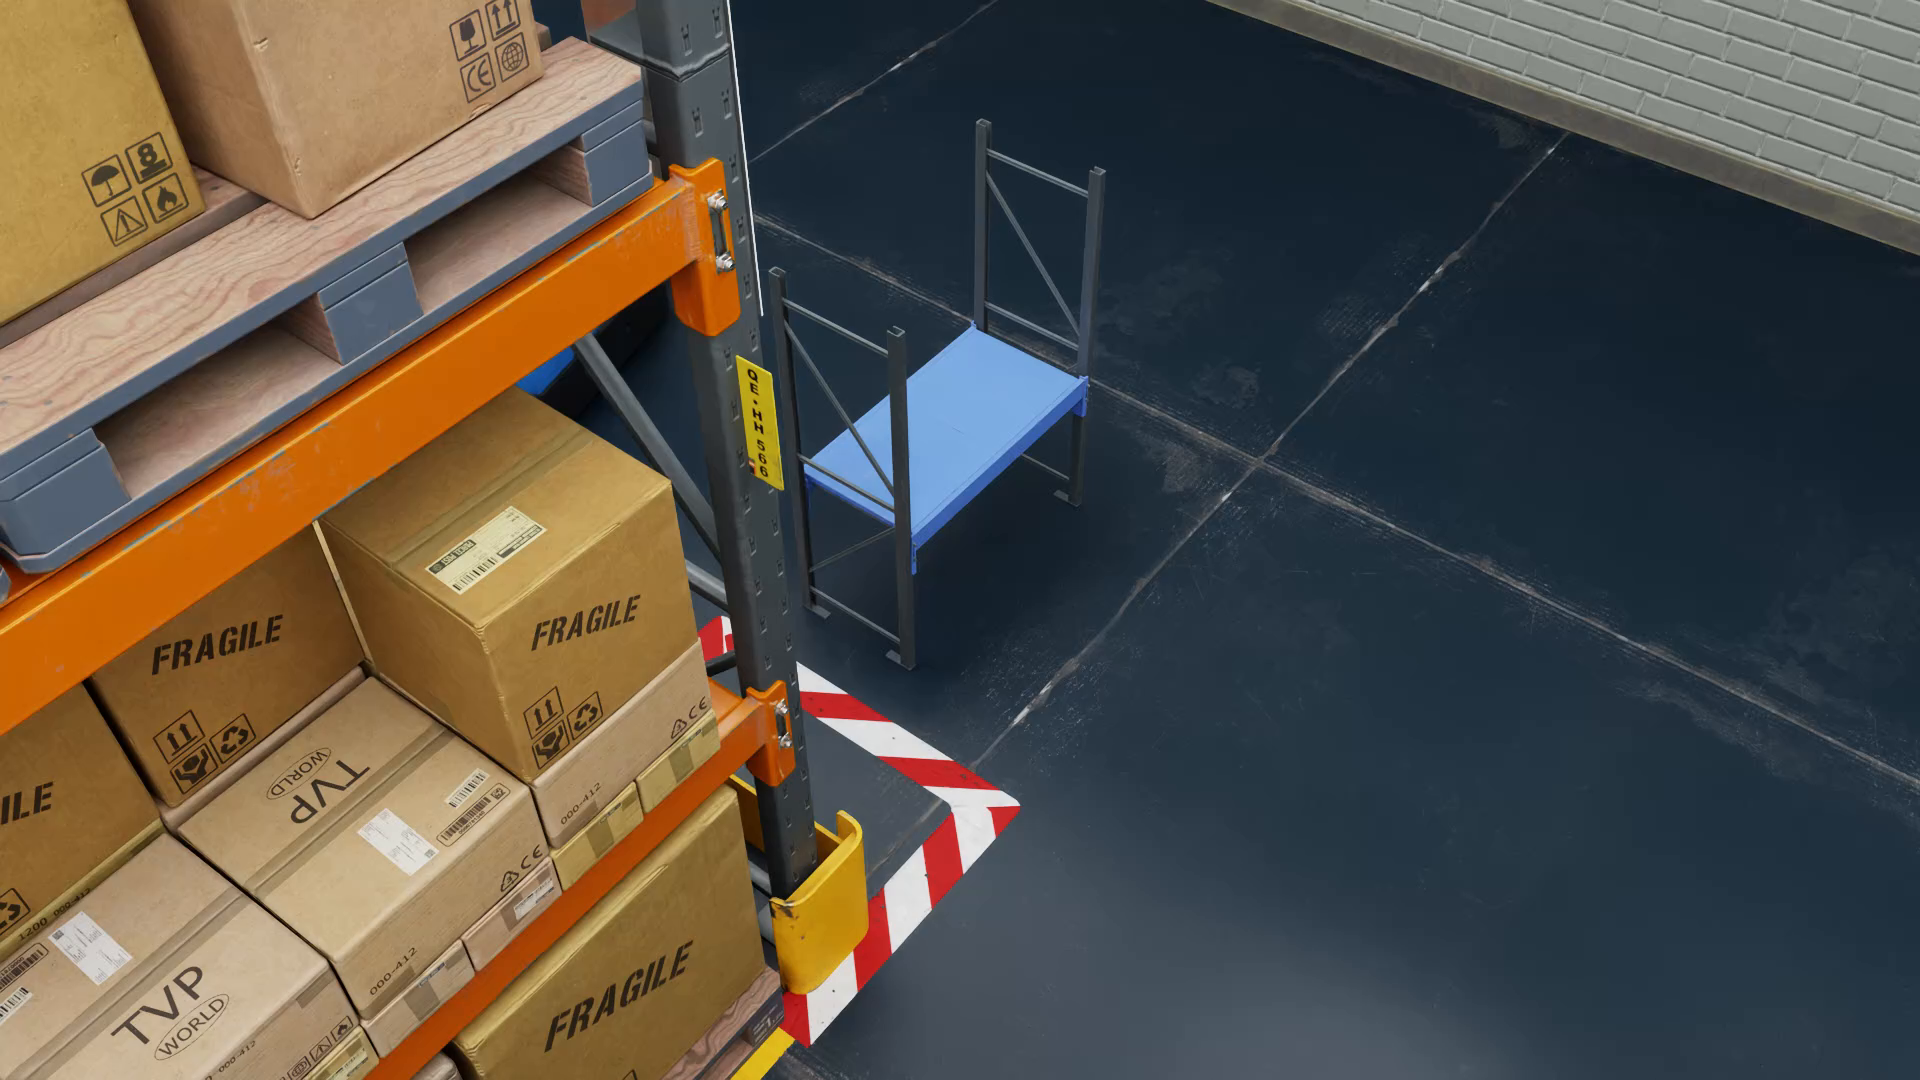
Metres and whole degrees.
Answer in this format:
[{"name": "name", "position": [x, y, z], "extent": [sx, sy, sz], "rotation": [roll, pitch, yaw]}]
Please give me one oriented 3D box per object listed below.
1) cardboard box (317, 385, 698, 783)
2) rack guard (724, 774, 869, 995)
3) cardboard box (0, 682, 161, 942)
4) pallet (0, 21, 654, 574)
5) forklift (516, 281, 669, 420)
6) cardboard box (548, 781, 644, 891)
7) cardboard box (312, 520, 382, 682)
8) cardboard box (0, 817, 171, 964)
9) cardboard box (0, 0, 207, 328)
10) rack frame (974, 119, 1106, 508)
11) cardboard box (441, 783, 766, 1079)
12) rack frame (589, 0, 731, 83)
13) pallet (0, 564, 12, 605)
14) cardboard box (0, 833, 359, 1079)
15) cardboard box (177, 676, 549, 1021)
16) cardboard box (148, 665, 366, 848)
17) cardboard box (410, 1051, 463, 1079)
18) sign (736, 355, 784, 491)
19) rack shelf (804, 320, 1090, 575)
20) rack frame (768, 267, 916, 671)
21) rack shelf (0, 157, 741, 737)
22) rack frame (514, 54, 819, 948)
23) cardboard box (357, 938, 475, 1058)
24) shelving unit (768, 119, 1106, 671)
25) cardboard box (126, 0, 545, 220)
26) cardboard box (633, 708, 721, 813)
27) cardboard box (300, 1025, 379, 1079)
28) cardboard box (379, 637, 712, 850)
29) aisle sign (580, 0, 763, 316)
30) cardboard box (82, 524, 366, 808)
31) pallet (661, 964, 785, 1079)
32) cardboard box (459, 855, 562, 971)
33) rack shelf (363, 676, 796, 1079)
[{"name": "cardboard box", "position": [-0.926, 0.080, 3.478], "extent": [0.500, 0.500, 0.500], "rotation": [30, 53, 25]}, {"name": "rack guard", "position": [-0.821, 0.845, 5.097], "extent": [1.175, 0.500, 0.348], "rotation": [29, 53, 25]}, {"name": "cardboard box", "position": [-1.961, 0.426, 3.148], "extent": [0.500, 0.500, 0.500], "rotation": [28, 52, 24]}, {"name": "pallet", "position": [-1.281, -0.581, 2.718], "extent": [1.003, 0.211, 1.213], "rotation": [29, 53, 25]}, {"name": "forklift", "position": [-2.804, -2.077, 6.207], "extent": [3.031, 2.935, 1.130], "rotation": [18, 49, 16]}, {"name": "cardboard box", "position": [-0.951, 0.581, 3.794], "extent": [0.380, 0.149, 0.250], "rotation": [30, 53, 25]}, {"name": "cardboard box", "position": [-1.343, 0.100, 3.978], "extent": [0.500, 0.250, 0.500], "rotation": [28, 52, 24]}, {"name": "cardboard box", "position": [-1.966, 0.686, 3.418], "extent": [0.500, 0.250, 0.500], "rotation": [28, 52, 24]}, {"name": "cardboard box", "position": [-1.551, -0.665, 2.308], "extent": [0.700, 0.500, 0.500], "rotation": [27, 52, 24]}, {"name": "rack frame", "position": [0.259, -0.760, 5.939], "extent": [0.500, 1.500, 0.032], "rotation": [29, 53, 25]}, {"name": "cardboard box", "position": [-1.164, 0.986, 4.413], "extent": [0.875, 0.875, 0.875], "rotation": [29, 53, 25]}, {"name": "rack frame", "position": [-0.836, -2.077, 2.011], "extent": [1.000, 3.000, 0.127], "rotation": [29, 53, 25]}, {"name": "pallet", "position": [-2.027, 0.120, 2.048], "extent": [1.003, 0.211, 1.213], "rotation": [29, 53, 25]}, {"name": "cardboard box", "position": [-1.544, 0.920, 3.194], "extent": [0.500, 0.250, 0.500], "rotation": [27, 52, 24]}, {"name": "cardboard box", "position": [-1.233, 0.629, 3.473], "extent": [0.500, 0.250, 0.500], "rotation": [28, 53, 24]}, {"name": "cardboard box", "position": [-1.655, 0.400, 3.691], "extent": [0.500, 0.250, 0.500], "rotation": [29, 53, 25]}, {"name": "cardboard box", "position": [-1.720, 1.506, 3.916], "extent": [0.875, 0.875, 0.875], "rotation": [29, 53, 25]}, {"name": "sign", "position": [-0.415, -0.239, 3.439], "extent": [0.100, 0.325, 0.005], "rotation": [29, 53, 25]}, {"name": "rack shelf", "position": [-0.052, -0.345, 5.791], "extent": [0.538, 0.185, 1.000], "rotation": [29, 53, 25]}, {"name": "rack frame", "position": [-0.363, -0.178, 5.383], "extent": [0.500, 1.500, 0.032], "rotation": [29, 53, 25]}, {"name": "rack shelf", "position": [-2.059, 0.352, 2.262], "extent": [1.077, 0.370, 4.000], "rotation": [29, 53, 25]}, {"name": "rack frame", "position": [-0.836, -0.005, 4.180], "extent": [1.000, 3.000, 0.127], "rotation": [29, 53, 25]}, {"name": "cardboard box", "position": [-1.259, 0.867, 3.521], "extent": [0.380, 0.149, 0.250], "rotation": [30, 53, 26]}, {"name": "shelving unit", "position": [-0.052, -0.469, 5.661], "extent": [0.538, 1.500, 1.048], "rotation": [29, 53, 25]}, {"name": "cardboard box", "position": [-1.111, -0.934, 2.564], "extent": [0.700, 0.500, 0.500], "rotation": [26, 52, 23]}, {"name": "cardboard box", "position": [-0.793, 0.431, 3.937], "extent": [0.380, 0.149, 0.250], "rotation": [30, 53, 26]}, {"name": "cardboard box", "position": [-1.416, 1.016, 3.378], "extent": [0.380, 0.149, 0.250], "rotation": [28, 52, 24]}, {"name": "cardboard box", "position": [-0.922, 0.339, 3.750], "extent": [0.500, 0.250, 0.500], "rotation": [28, 53, 24]}, {"name": "aisle sign", "position": [-0.554, -0.811, 3.153], "extent": [0.394, 0.787, 0.004], "rotation": [29, 53, 25]}, {"name": "cardboard box", "position": [-1.649, 0.127, 3.434], "extent": [0.500, 0.500, 0.500], "rotation": [28, 52, 24]}, {"name": "pallet", "position": [-1.263, 1.451, 4.718], "extent": [1.003, 0.211, 1.213], "rotation": [29, 53, 25]}, {"name": "cardboard box", "position": [-1.106, 0.725, 3.657], "extent": [0.380, 0.149, 0.250], "rotation": [29, 53, 25]}, {"name": "rack shelf", "position": [-2.059, 1.388, 3.347], "extent": [1.077, 0.370, 4.000], "rotation": [29, 53, 25]}]
